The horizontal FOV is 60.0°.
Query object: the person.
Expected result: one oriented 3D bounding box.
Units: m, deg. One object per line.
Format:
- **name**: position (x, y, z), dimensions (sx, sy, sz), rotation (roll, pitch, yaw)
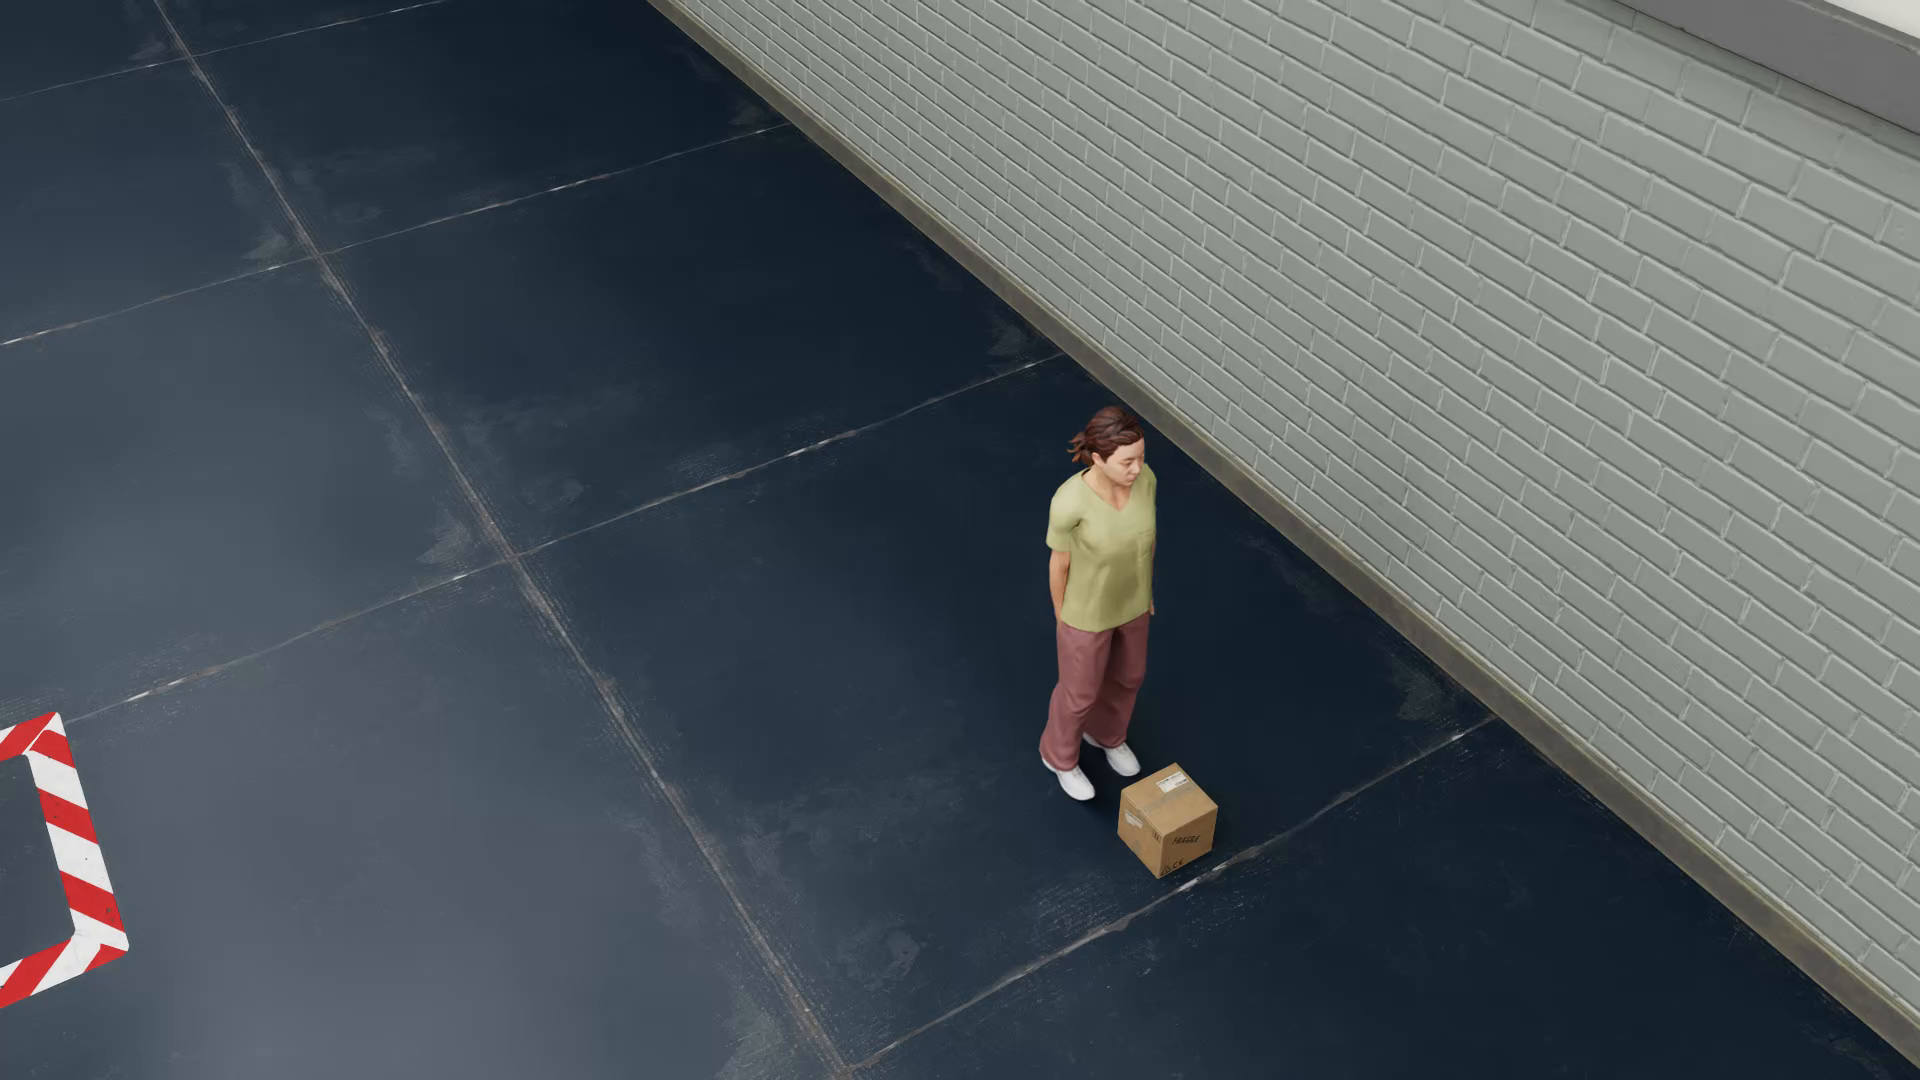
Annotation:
- **person**: position (0.509, 0.223, 5.907), dimensions (0.441, 1.670, 0.367), rotation (-22, 45, -23)
